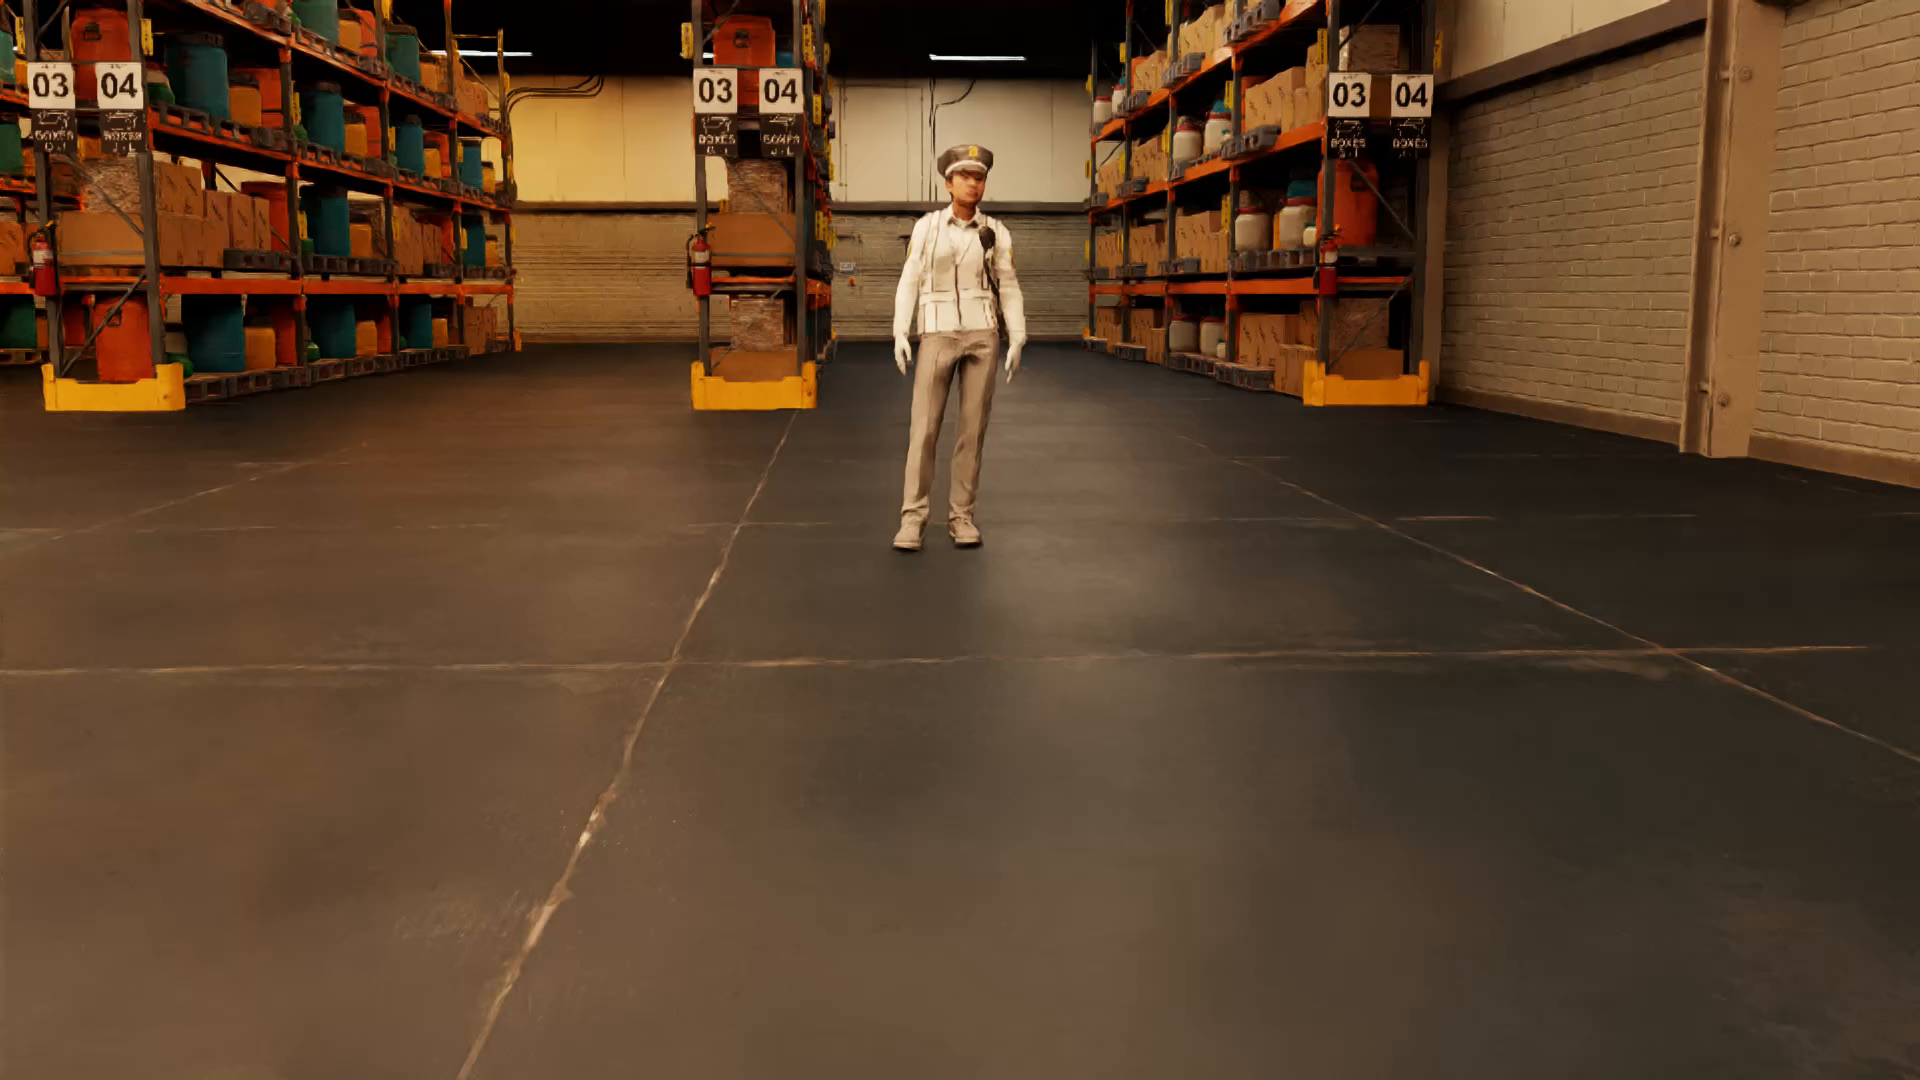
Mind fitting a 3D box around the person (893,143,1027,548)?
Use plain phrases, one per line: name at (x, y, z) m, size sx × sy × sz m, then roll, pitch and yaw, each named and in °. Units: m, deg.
person at (-0.003, -0.836, 7.117) m, size 0.586 × 1.695 × 0.532 m, roll -1°, pitch 8°, yaw -4°
